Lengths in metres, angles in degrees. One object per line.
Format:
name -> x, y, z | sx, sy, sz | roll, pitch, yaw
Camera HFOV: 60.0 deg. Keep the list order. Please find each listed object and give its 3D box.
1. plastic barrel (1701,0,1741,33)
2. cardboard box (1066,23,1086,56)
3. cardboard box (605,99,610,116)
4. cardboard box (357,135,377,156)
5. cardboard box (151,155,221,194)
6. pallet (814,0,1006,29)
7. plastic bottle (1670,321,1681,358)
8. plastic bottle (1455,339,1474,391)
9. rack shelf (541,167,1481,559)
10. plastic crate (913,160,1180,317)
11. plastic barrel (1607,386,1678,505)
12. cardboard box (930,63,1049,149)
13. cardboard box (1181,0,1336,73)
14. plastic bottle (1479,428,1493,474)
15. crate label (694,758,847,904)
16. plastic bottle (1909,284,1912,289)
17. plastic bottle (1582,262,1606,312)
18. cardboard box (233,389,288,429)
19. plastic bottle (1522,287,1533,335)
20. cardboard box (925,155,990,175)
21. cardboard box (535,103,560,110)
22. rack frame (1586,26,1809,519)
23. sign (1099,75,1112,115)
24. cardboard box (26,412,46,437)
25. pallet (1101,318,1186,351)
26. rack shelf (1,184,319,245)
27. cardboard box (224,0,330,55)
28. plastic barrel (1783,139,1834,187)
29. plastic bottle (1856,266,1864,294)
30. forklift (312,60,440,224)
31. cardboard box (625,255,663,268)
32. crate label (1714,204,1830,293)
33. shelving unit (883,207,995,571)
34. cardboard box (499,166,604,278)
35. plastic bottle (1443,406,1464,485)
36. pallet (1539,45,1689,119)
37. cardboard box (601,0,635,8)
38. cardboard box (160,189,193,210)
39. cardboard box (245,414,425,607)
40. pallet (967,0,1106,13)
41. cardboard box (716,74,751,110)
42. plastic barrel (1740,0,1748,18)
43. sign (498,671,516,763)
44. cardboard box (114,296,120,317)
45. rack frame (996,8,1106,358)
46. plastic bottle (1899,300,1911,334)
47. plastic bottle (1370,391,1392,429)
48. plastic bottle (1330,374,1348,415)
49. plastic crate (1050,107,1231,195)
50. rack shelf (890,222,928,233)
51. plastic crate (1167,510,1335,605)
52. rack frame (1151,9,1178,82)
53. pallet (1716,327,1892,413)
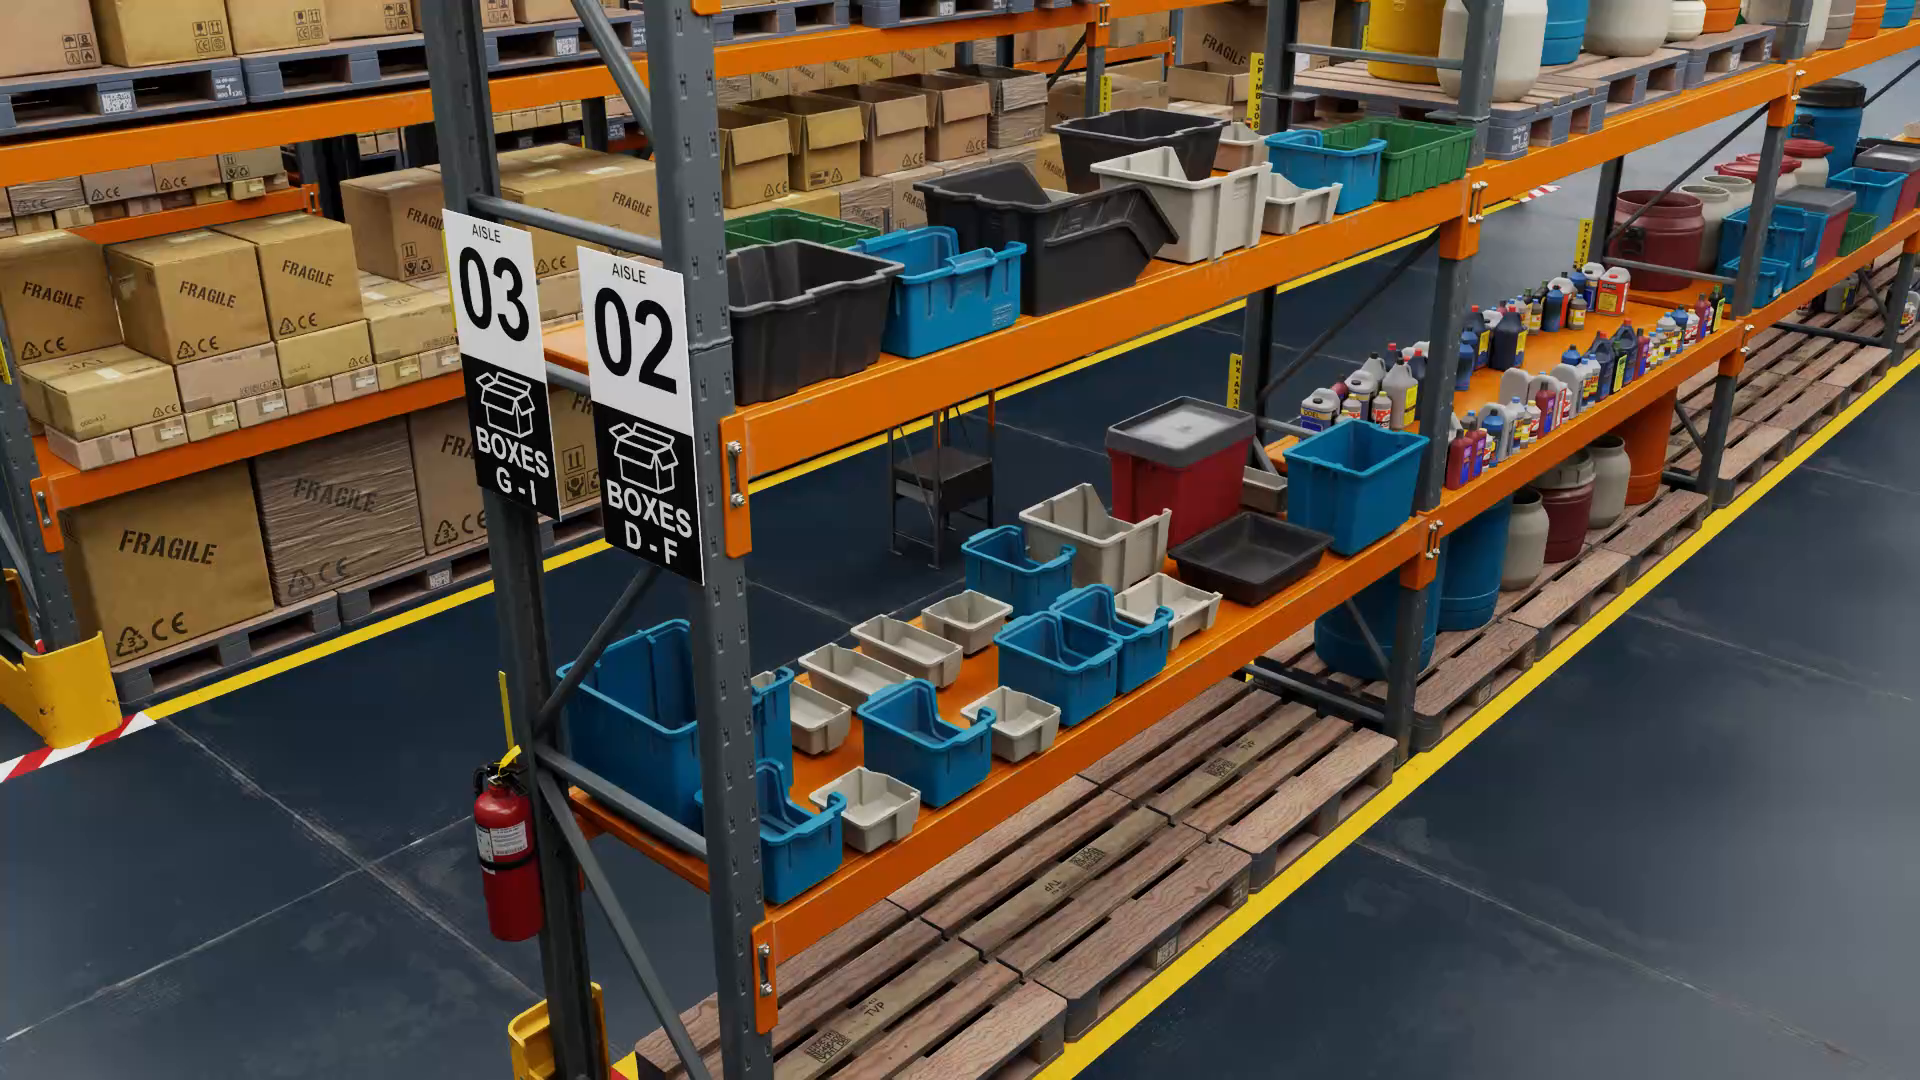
plastic barrel -> 4.004, -3.239, 9.103 | 0.600, 0.830, 0.708 | 20, 31, 38
cardboard box -> 1.054, -6.290, 20.429 | 0.875, 0.550, 0.500 | 20, 31, 38
cardboard box -> -3.424, -3.965, 15.220 | 0.380, 0.149, 0.250 | 20, 31, 37
cardboard box -> -4.994, -3.245, 13.615 | 0.380, 0.149, 0.250 | 18, 30, 35
cardboard box -> -6.059, -2.972, 12.727 | 0.500, 0.500, 0.500 | 19, 30, 36
pallet -> -0.438, -3.737, 11.484 | 1.003, 0.211, 1.213 | 22, 32, 40
plastic bottle -> 3.993, -1.135, 9.357 | 0.097, 0.201, 0.097 | 0, 24, 0
plastic bottle -> 2.668, -0.934, 8.824 | 0.097, 0.271, 0.097 | 0, 24, 0
rack shelf -> 0.380, -0.867, 5.730 | 1.077, 0.370, 4.000 | 20, 31, 38
plastic crate -> 0.270, -0.948, 5.108 | 0.504, 0.338, 0.767 | 20, 31, 38
plastic barrel -> 4.071, -0.702, 10.289 | 0.600, 0.830, 0.708 | 20, 31, 38
cardboard box -> 0.196, -3.292, 12.578 | 0.797, 0.503, 0.637 | 21, 32, 39
cardboard box -> 2.731, -4.487, 15.345 | 1.000, 1.000, 1.000 | 20, 31, 38
plastic bottle -> 2.430, -0.421, 7.766 | 0.097, 0.201, 0.097 | 0, 24, 0
crate label -> -0.545, 0.846, 4.827 | 0.416, 0.233, 0.303 | 20, 31, 38
plastic bottle -> 7.909, -2.039, 13.928 | 0.097, 0.271, 0.097 | 0, 24, 0
plastic bottle -> 3.855, -1.554, 10.202 | 0.152, 0.276, 0.135 | 20, 31, 38
cardboard box -> -3.646, -0.710, 8.473 | 0.380, 0.149, 0.250 | 20, 31, 37
plastic bottle -> 3.269, -1.318, 9.666 | 0.061, 0.283, 0.133 | 20, 31, 38
cardboard box -> -0.130, -2.525, 12.094 | 0.500, 0.500, 0.500 | 19, 30, 36
cardboard box -> -3.780, -3.936, 14.793 | 0.380, 0.149, 0.250 | 21, 32, 39
rack frame -> 4.385, -1.655, 10.274 | 1.000, 3.000, 0.127 | 20, 31, 38
sign -> 1.112, -3.385, 12.718 | 0.100, 0.325, 0.005 | 20, 31, 38
cardboard box -> -4.651, -0.653, 8.348 | 0.380, 0.149, 0.250 | 21, 32, 38
pallet -> 1.219, -1.972, 14.391 | 1.003, 0.211, 1.213 | 20, 31, 38
rack shelf -> -6.934, -2.236, 12.450 | 1.077, 0.370, 4.000 | 20, 31, 38
cardboard box -> -3.562, -2.704, 8.189 | 0.700, 0.500, 0.500 | 18, 30, 34
plastic barrel -> 6.252, -2.704, 12.448 | 0.433, 0.535, 0.433 | 0, 24, 0
plastic bottle -> 7.804, -2.286, 14.464 | 0.061, 0.283, 0.133 | 20, 31, 38
forklift -> -3.926, -2.514, 12.274 | 1.130, 2.935, 3.031 | 6, 25, 12
cardboard box -> -2.073, -1.649, 10.082 | 0.500, 0.250, 0.500 | 19, 31, 37
crate label -> 5.249, -1.900, 10.777 | 0.502, 0.435, 0.616 | 20, 31, 38
shelving unit -> -0.110, -0.908, 9.708 | 0.431, 2.100, 0.503 | 20, 31, 38
cardboard box -> -2.419, -1.833, 9.576 | 0.500, 0.500, 0.500 | 21, 31, 38
plastic bottle -> 2.218, -0.445, 7.635 | 0.144, 0.351, 0.185 | 20, 31, 38
pallet -> 2.920, -2.330, 8.346 | 1.003, 0.211, 1.213 | 20, 31, 38
cardboard box -> -4.481, -6.950, 21.085 | 0.500, 0.500, 0.500 | 20, 31, 38
cardboard box -> -6.153, -2.675, 12.856 | 0.380, 0.149, 0.250 | 19, 30, 36
cardboard box -> -3.668, -0.286, 9.305 | 0.875, 0.875, 0.875 | 20, 31, 38
pallet -> 0.306, -4.079, 12.245 | 1.213, 0.211, 1.003 | 22, 32, 40
cardboard box -> -2.429, -4.501, 16.500 | 0.500, 0.500, 0.500 | 21, 31, 38
plastic barrel -> 5.060, -3.411, 10.695 | 0.301, 0.262, 0.301 | 0, 24, 0
sign -> -1.375, 0.563, 5.128 | 0.100, 0.325, 0.005 | 20, 31, 38
cardboard box -> -6.459, -1.739, 12.706 | 0.380, 0.149, 0.250 | 19, 30, 36
rack frame -> 0.696, -3.007, 13.290 | 1.000, 3.000, 0.127 | 20, 31, 38
plastic bottle -> 7.593, -1.807, 13.410 | 0.097, 0.271, 0.097 | 0, 24, 0
plastic bottle -> 2.087, -0.637, 8.246 | 0.097, 0.201, 0.097 | 0, 24, 0
plastic bottle -> 1.858, -0.674, 8.229 | 0.061, 0.283, 0.133 | 20, 31, 38
plastic crate -> 0.682, -1.441, 6.292 | 0.497, 0.269, 0.590 | 20, 31, 38
rack shelf -> -0.111, -1.534, 9.427 | 0.431, 0.518, 0.480 | 20, 31, 38
plastic crate -> 1.168, 0.077, 6.676 | 0.437, 0.125, 0.590 | 20, 31, 38
rack frame -> 2.409, -6.830, 21.816 | 1.000, 3.000, 0.127 | 20, 31, 38
pallet -> 6.559, -1.351, 13.005 | 1.003, 0.211, 1.213 | 20, 31, 38
